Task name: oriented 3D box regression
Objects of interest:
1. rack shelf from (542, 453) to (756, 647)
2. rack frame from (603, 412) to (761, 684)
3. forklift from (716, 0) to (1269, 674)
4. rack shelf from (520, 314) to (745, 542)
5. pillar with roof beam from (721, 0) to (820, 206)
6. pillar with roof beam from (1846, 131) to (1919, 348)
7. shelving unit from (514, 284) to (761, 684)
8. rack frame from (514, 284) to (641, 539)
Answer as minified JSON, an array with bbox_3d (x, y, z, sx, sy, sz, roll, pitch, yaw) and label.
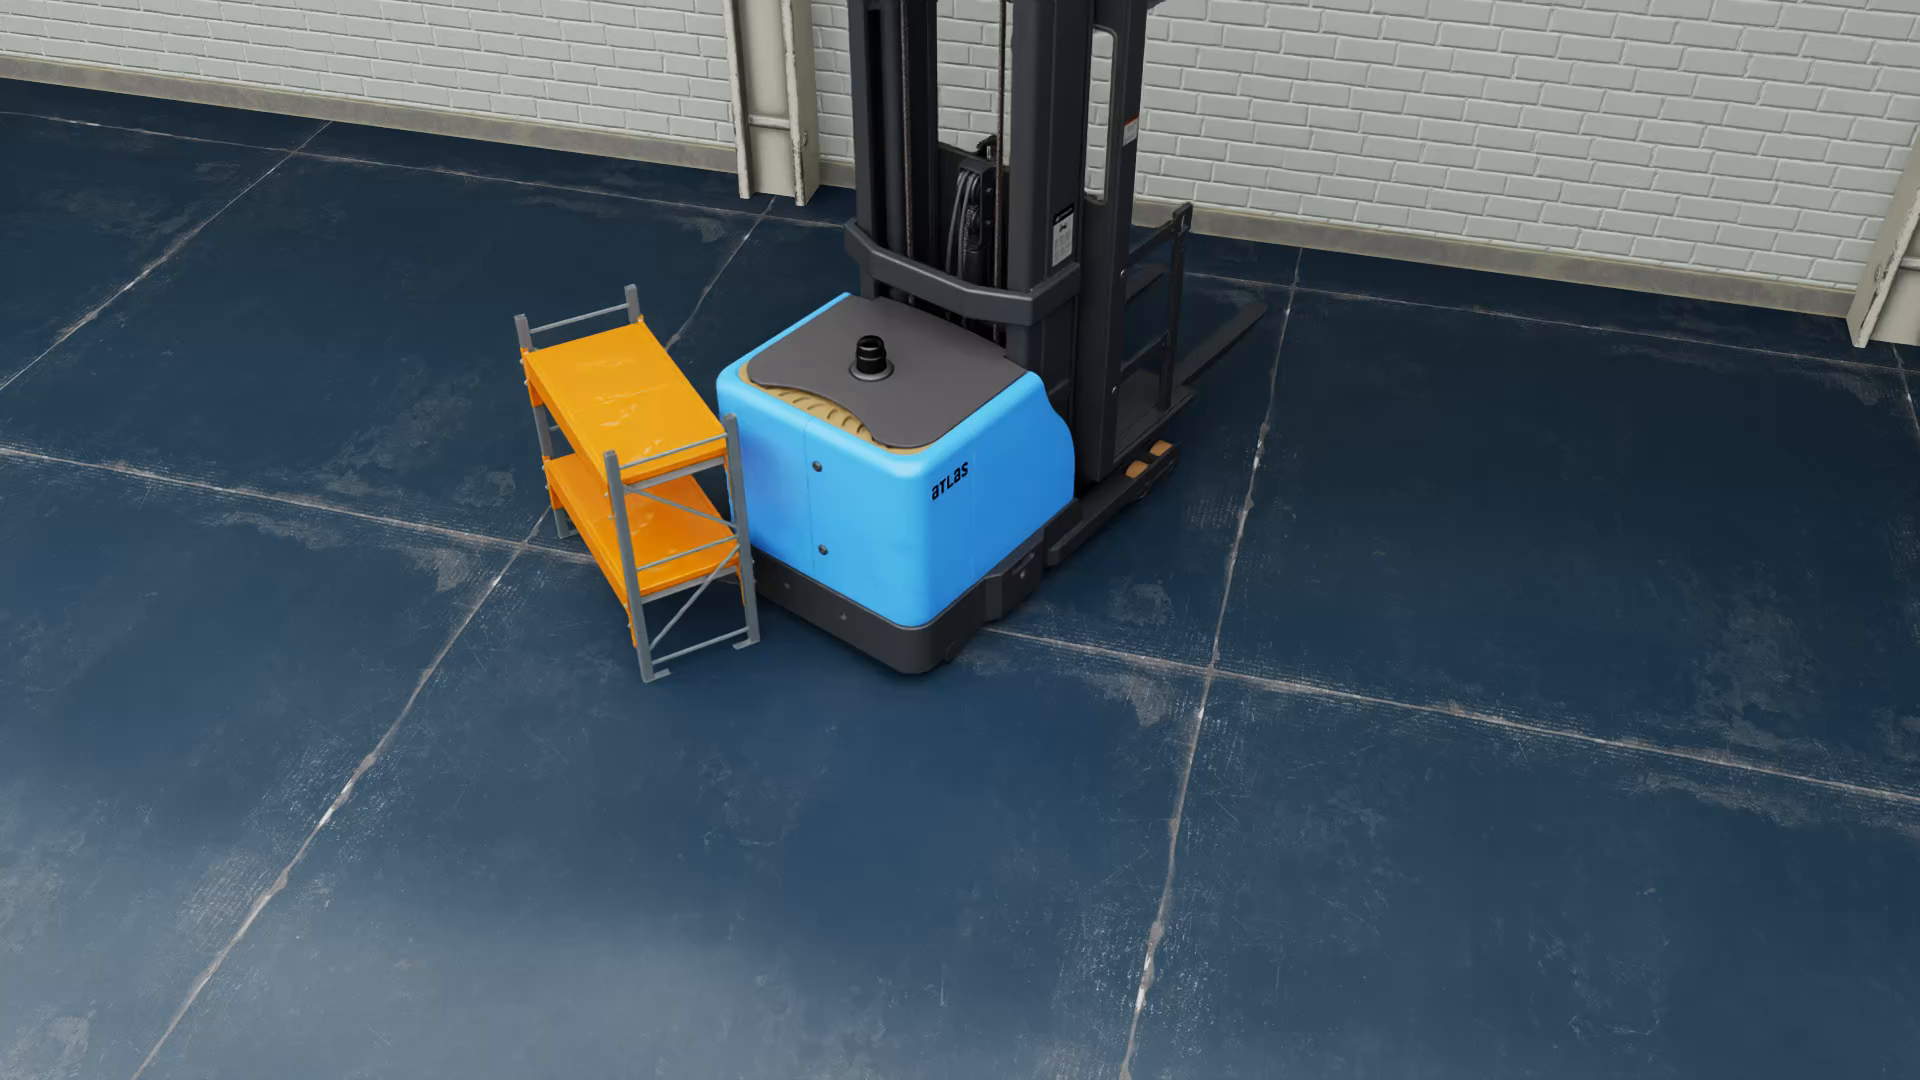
[{"bbox_3d":[-1.283,-0.047,6.811,0.538,0.278,1.000,-20,44,-22],"label":"rack shelf"},{"bbox_3d":[-1.036,0.052,6.314,0.500,1.125,0.032,-20,44,-22],"label":"rack frame"},{"bbox_3d":[0.351,-1.489,6.744,1.130,2.935,3.031,27,47,28],"label":"forklift"},{"bbox_3d":[-1.283,-0.458,6.466,0.538,0.278,1.000,-20,44,-22],"label":"rack shelf"},{"bbox_3d":[-2.154,-2.812,3.601,0.400,9.000,9.100,10,41,11],"label":"pillar with roof beam"},{"bbox_3d":[3.642,-1.814,2.413,0.400,9.000,9.100,10,41,11],"label":"pillar with roof beam"},{"bbox_3d":[-1.283,-0.234,6.654,0.538,1.125,1.048,-20,44,-22],"label":"shelving unit"},{"bbox_3d":[-1.531,-0.520,6.994,0.500,1.125,0.032,-20,44,-22],"label":"rack frame"}]
